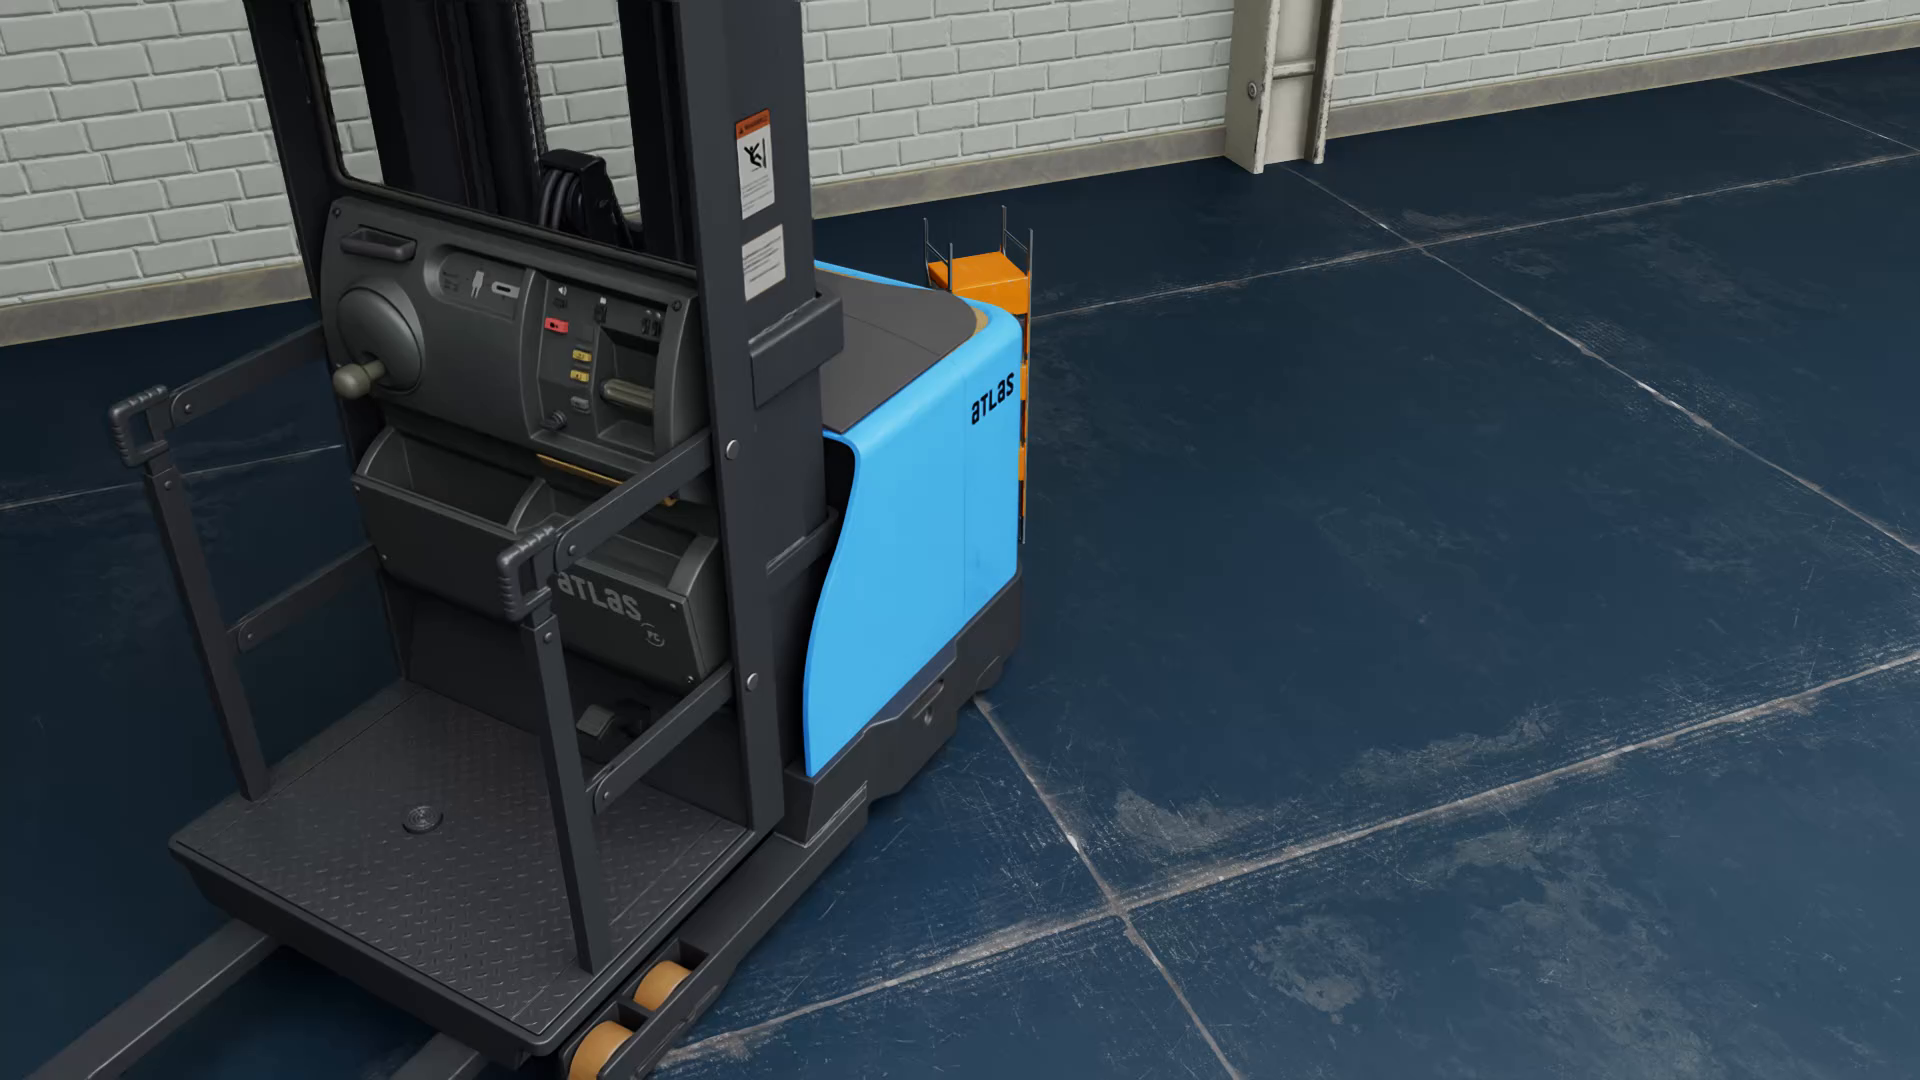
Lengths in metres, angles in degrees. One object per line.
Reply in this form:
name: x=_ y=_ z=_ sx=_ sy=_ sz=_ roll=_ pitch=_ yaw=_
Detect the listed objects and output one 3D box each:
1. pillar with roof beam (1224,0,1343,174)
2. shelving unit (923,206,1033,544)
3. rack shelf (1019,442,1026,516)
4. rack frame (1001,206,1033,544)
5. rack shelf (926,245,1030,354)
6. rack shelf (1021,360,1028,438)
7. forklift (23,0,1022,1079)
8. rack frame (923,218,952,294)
pillar with roof beam: x=3.190 y=-3.473 z=2.337 sx=0.400 sy=9.000 sz=9.100 roll=-13 pitch=35 yaw=-19
shelving unit: x=0.049 y=-0.451 z=4.981 sx=0.252 sy=1.050 sz=0.215 roll=-13 pitch=35 yaw=-19
rack shelf: x=0.049 y=-0.210 z=5.138 sx=0.240 sy=0.259 sz=0.215 roll=-13 pitch=35 yaw=-19
rack frame: x=0.162 y=-0.477 z=5.021 sx=0.008 sy=1.050 sz=0.200 roll=-13 pitch=35 yaw=-19
rack shelf: x=0.049 y=-0.680 z=4.832 sx=0.240 sy=0.259 sz=0.215 roll=-13 pitch=35 yaw=-19
rack shelf: x=0.049 y=-0.442 z=4.987 sx=0.240 sy=0.259 sz=0.215 roll=-13 pitch=35 yaw=-19
forklift: x=-1.012 y=-0.348 z=3.097 sx=1.130 sy=2.935 sz=3.031 roll=18 pitch=37 yaw=25
rack frame: x=-0.063 y=-0.426 z=4.941 sx=0.008 sy=1.050 sz=0.200 roll=-13 pitch=35 yaw=-19
